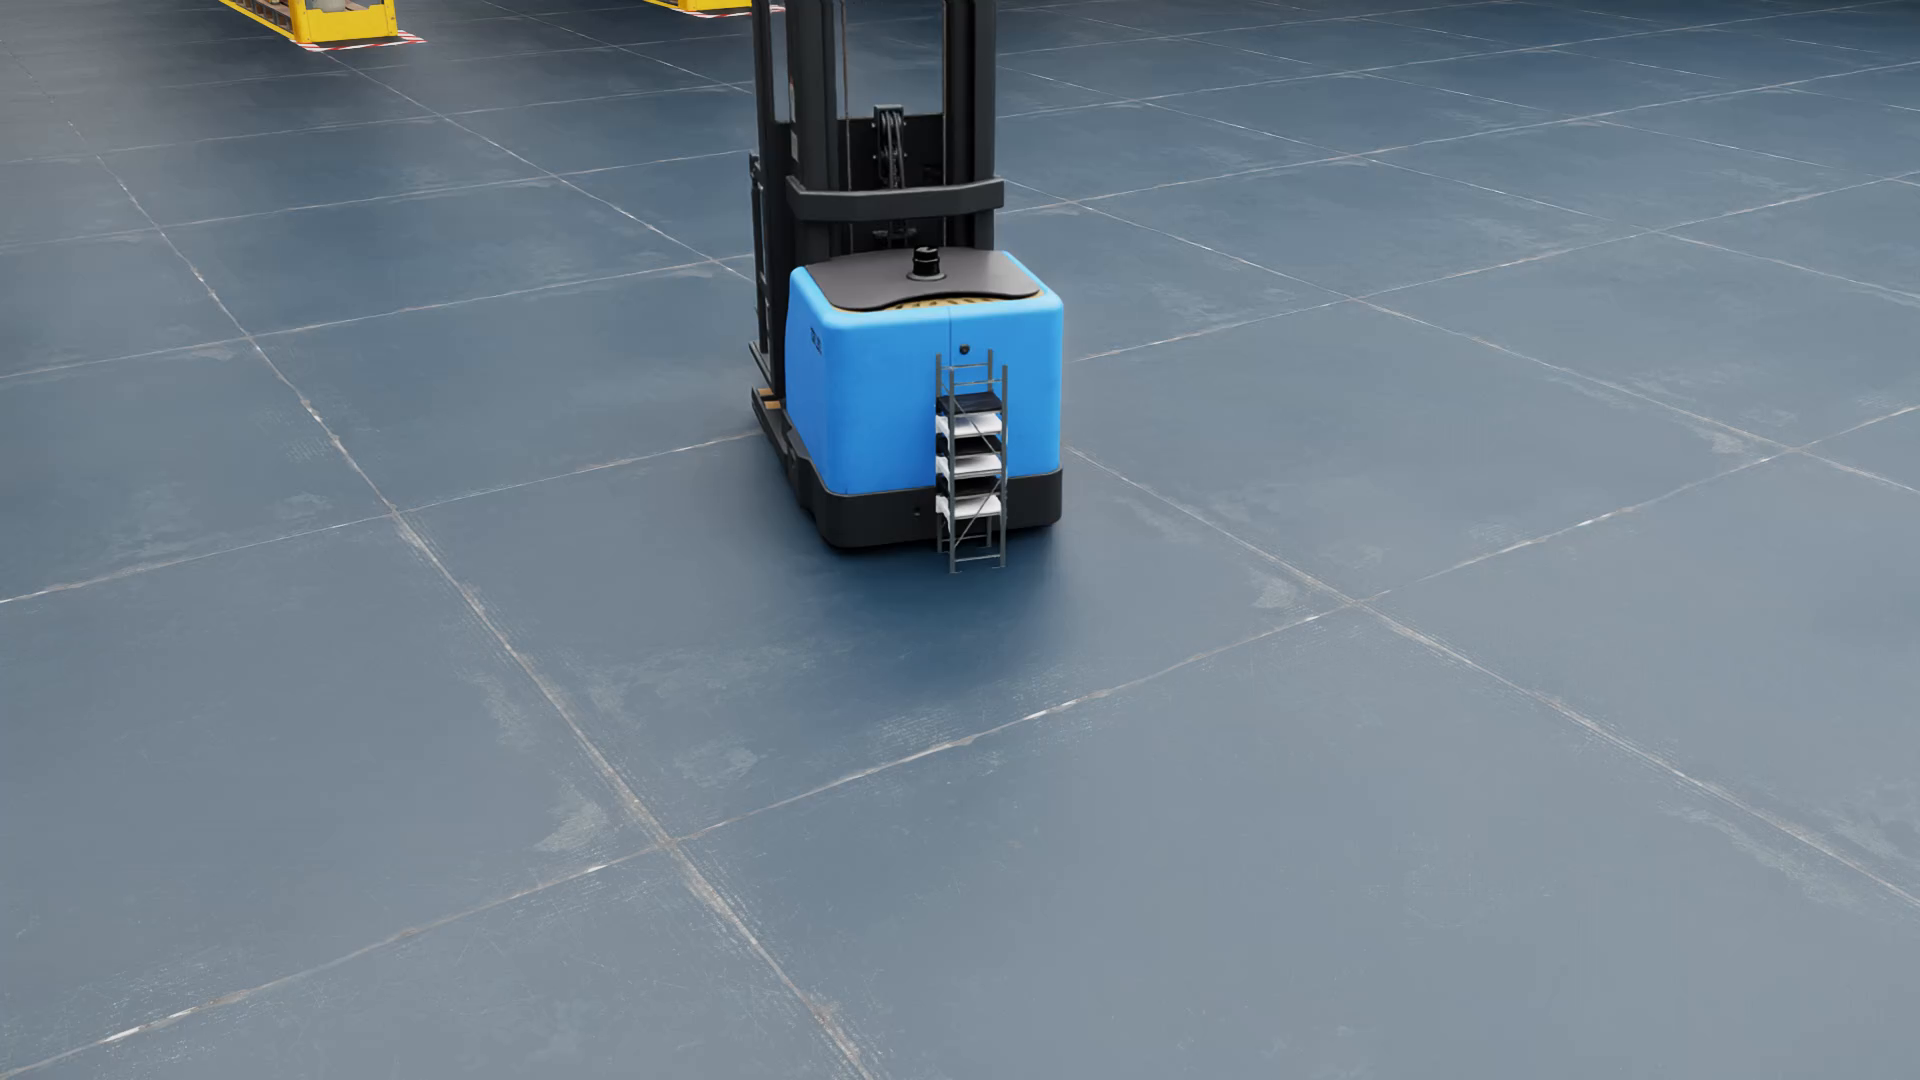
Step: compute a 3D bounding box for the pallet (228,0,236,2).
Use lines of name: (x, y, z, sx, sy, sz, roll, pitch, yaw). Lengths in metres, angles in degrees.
pallet: (-9.993, -7.871, 23.675, 1.003, 0.211, 1.213, -16, 29, -30)

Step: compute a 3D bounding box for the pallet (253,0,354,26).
pallet: (-8.530, -6.912, 21.644, 1.003, 0.211, 1.213, -16, 29, -30)

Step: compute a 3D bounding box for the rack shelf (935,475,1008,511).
rack shelf: (0.046, -0.207, 6.922, 0.258, 0.077, 0.200, -7, 26, -14)

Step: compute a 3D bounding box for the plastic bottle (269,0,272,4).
plastic bottle: (-8.797, -6.992, 21.214, 0.061, 0.283, 0.133, -15, 29, -28)

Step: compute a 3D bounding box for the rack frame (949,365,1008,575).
rack frame: (0.073, -0.276, 6.781, 0.240, 0.900, 0.006, -7, 26, -14)

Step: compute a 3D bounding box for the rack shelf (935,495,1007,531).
rack shelf: (0.046, -0.125, 6.961, 0.258, 0.077, 0.200, -7, 26, -14)

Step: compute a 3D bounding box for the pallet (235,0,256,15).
pallet: (-9.200, -7.349, 22.570, 1.003, 0.211, 1.213, -16, 29, -30)

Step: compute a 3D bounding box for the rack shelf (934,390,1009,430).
rack shelf: (0.046, -0.532, 6.769, 0.258, 0.077, 0.200, -7, 26, -14)

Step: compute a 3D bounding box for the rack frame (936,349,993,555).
rack frame: (0.018, -0.360, 6.958, 0.240, 0.900, 0.006, -7, 26, -14)

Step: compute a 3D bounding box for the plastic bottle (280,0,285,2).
plastic bottle: (-8.743, -7.076, 21.392, 0.061, 0.283, 0.133, -16, 29, -30)

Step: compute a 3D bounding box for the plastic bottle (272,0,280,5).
plastic bottle: (-8.718, -6.917, 21.152, 0.097, 0.201, 0.097, 0, 25, 0)

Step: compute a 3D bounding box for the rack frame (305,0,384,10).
rack frame: (-7.348, -7.429, 19.473, 1.000, 3.000, 0.127, -16, 29, -30)

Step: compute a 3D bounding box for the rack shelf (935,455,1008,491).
rack shelf: (0.046, -0.288, 6.884, 0.258, 0.077, 0.200, -7, 26, -14)

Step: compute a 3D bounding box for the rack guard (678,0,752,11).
rack guard: (-3.239, -7.480, 22.509, 1.175, 0.500, 0.348, -16, 29, -30)

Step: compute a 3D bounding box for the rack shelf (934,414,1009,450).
rack shelf: (0.046, -0.451, 6.807, 0.258, 0.077, 0.200, -7, 26, -14)

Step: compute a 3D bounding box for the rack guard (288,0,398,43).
rack guard: (-7.429, -6.315, 20.041, 1.175, 0.500, 0.348, -16, 29, -30)

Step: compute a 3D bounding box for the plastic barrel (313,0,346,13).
plastic barrel: (-7.771, -6.711, 20.376, 0.421, 0.512, 0.421, 0, 25, 0)

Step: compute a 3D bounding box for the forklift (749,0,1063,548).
forklift: (-0.443, -1.899, 7.839, 1.130, 2.935, 3.031, -7, 26, -14)

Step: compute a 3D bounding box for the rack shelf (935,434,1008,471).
rack shelf: (0.046, -0.369, 6.846, 0.258, 0.077, 0.200, -7, 26, -14)

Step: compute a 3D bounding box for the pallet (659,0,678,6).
pallet: (-3.653, -7.648, 23.204, 1.003, 0.211, 1.213, -16, 29, -30)

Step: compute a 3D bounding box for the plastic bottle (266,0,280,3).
plastic bottle: (-8.832, -7.048, 21.340, 0.152, 0.276, 0.135, -15, 29, -29)

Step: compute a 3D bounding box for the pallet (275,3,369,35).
pallet: (-7.868, -6.476, 20.721, 1.003, 0.211, 1.213, -16, 29, -30)

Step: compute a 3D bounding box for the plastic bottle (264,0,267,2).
plastic bottle: (-8.908, -7.097, 21.445, 0.152, 0.276, 0.135, -16, 30, -31)

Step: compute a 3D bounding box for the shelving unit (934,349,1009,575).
shelving unit: (0.046, -0.318, 6.870, 0.258, 0.900, 0.210, -7, 26, -14)
